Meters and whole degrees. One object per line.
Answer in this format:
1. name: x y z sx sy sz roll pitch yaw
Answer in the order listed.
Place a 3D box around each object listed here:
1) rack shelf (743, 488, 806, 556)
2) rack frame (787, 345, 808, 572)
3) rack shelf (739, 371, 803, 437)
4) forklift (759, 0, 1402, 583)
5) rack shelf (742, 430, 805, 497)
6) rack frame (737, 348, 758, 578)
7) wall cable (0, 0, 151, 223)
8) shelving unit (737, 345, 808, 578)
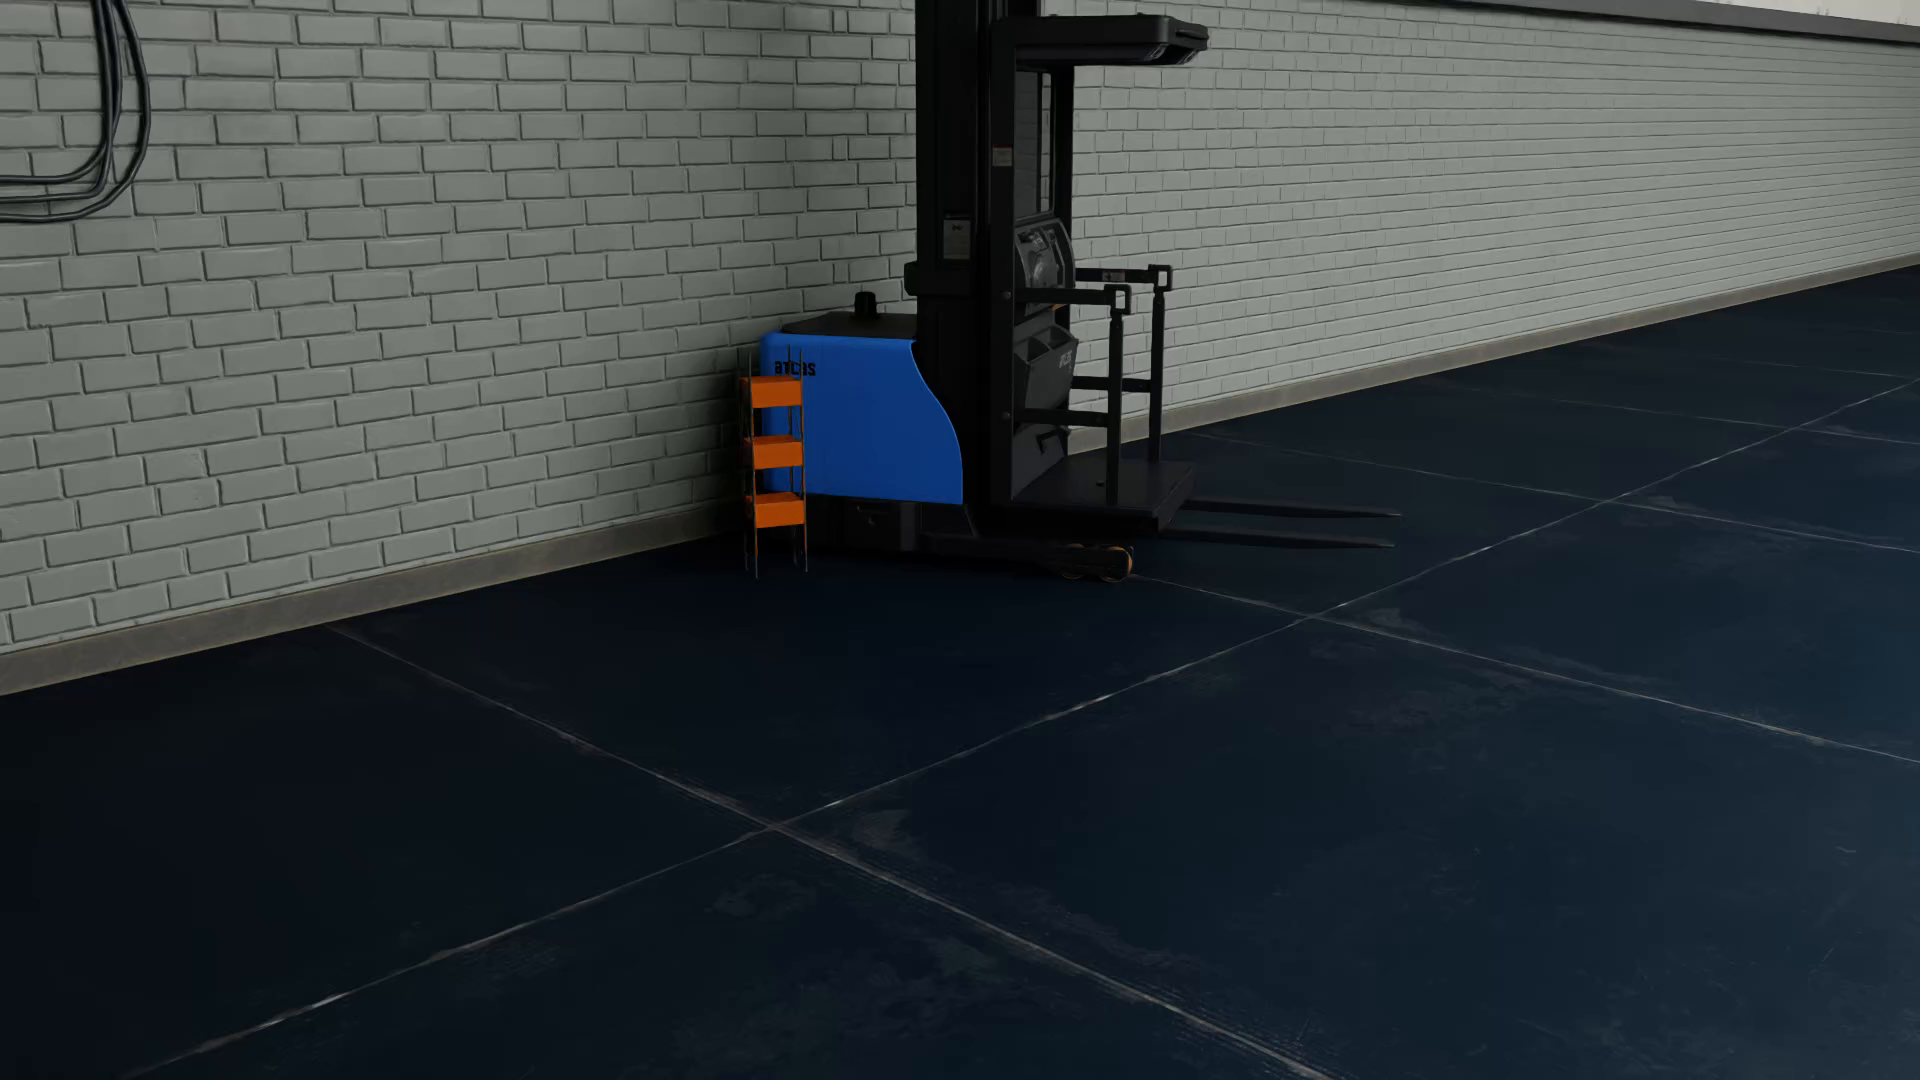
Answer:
1. rack shelf: -0.874 -0.088 7.822 0.240 0.259 0.215 -6 16 -22
2. rack frame: -0.762 -0.379 7.796 0.008 1.050 0.200 -6 16 -22
3. rack shelf: -0.874 -0.632 7.681 0.240 0.259 0.215 -6 16 -22
4. forklift: 0.594 -1.371 7.871 3.031 2.935 1.130 5 15 17
5. rack shelf: -0.874 -0.357 7.752 0.240 0.259 0.215 -6 16 -22
6. rack frame: -0.986 -0.355 7.703 0.008 1.050 0.200 -6 16 -22
7. wall cable: -4.073 -2.130 4.910 0.112 2.526 3.097 14 20 42
8. shelving unit: -0.874 -0.367 7.750 0.252 1.050 0.215 -6 16 -22
